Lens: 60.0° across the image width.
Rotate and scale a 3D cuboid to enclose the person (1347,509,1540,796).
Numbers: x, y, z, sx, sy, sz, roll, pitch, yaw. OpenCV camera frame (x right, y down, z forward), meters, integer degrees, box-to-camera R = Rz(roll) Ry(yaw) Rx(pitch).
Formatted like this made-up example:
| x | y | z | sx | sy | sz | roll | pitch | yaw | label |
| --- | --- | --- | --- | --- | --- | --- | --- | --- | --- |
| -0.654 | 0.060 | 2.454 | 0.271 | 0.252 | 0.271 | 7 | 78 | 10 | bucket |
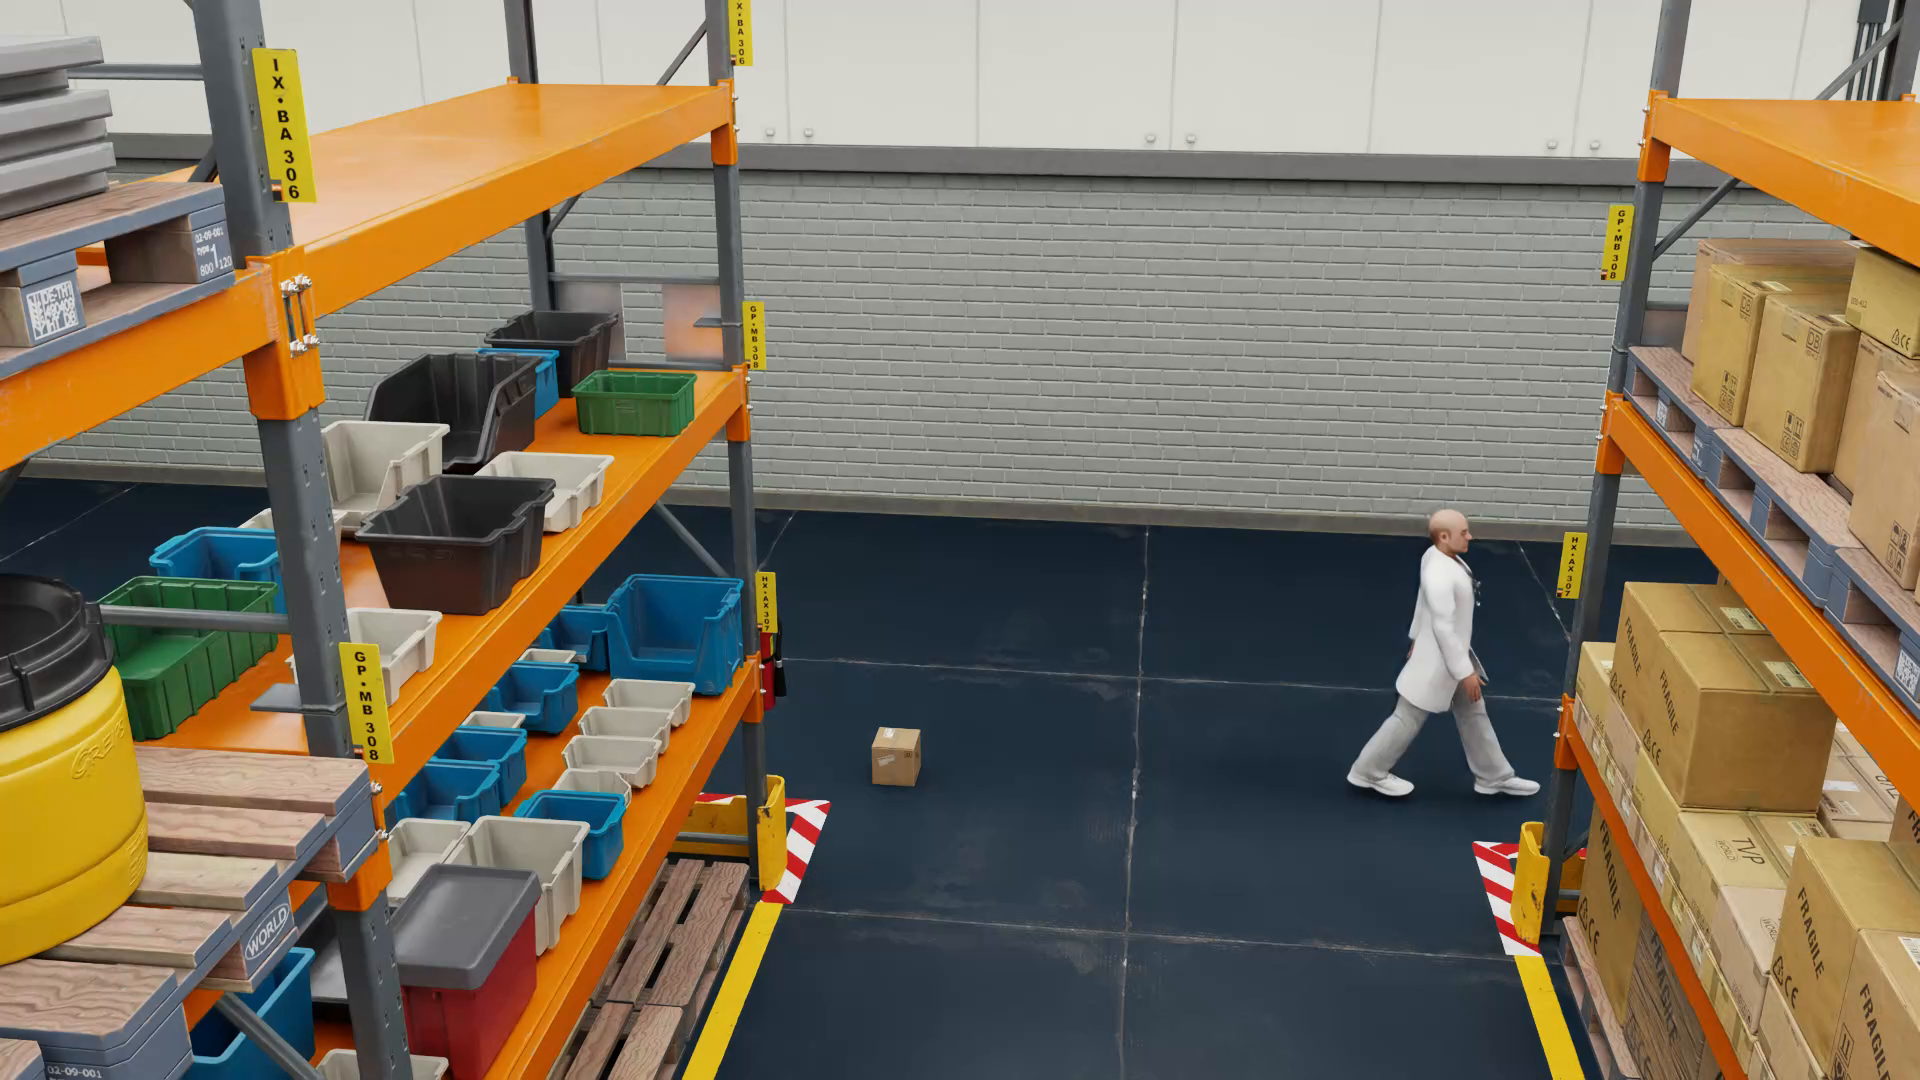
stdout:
| x | y | z | sx | sy | sz | roll | pitch | yaw | label |
| --- | --- | --- | --- | --- | --- | --- | --- | --- | --- |
| 2.788 | 0.663 | 9.324 | 1.062 | 1.725 | 0.628 | 7 | 22 | 19 | person |
